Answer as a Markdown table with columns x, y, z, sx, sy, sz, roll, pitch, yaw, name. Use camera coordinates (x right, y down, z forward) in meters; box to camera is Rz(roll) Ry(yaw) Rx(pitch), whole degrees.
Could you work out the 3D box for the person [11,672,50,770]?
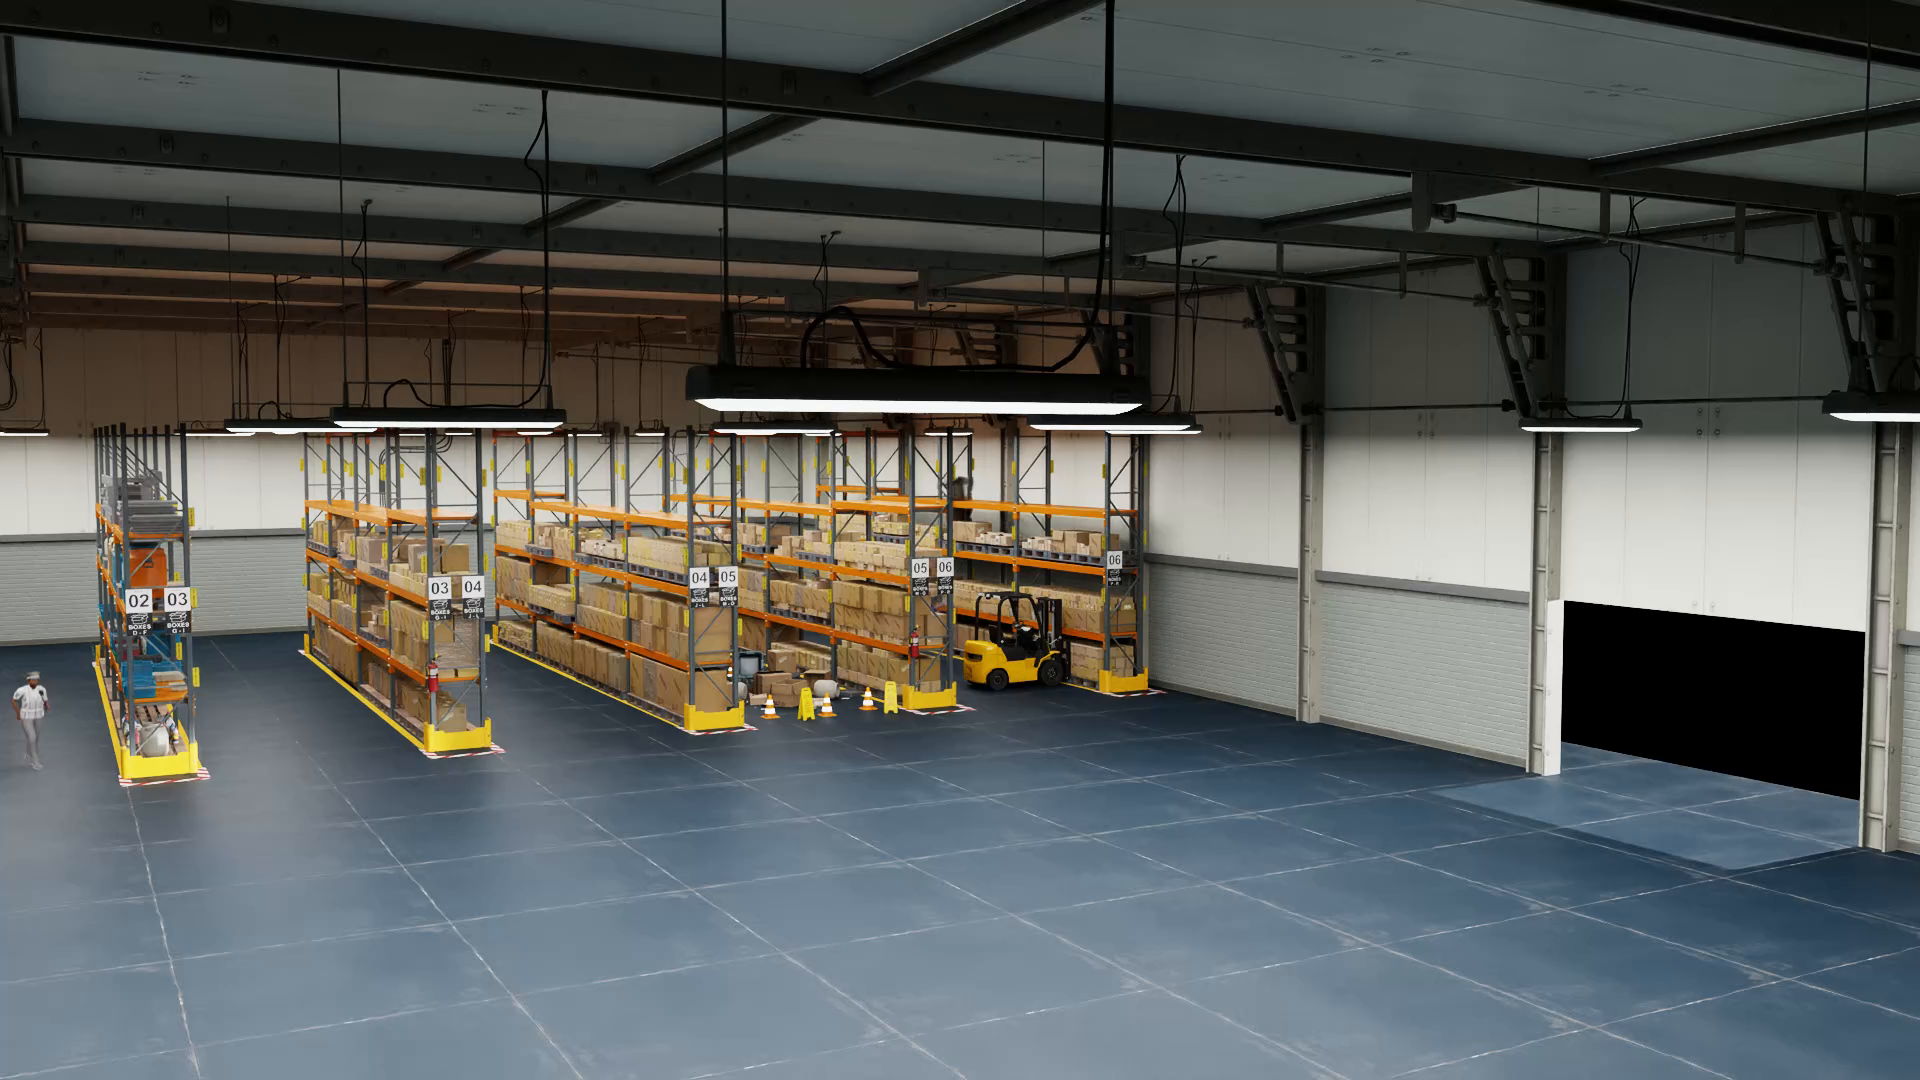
| x | y | z | sx | sy | sz | roll | pitch | yaw | name |
| --- | --- | --- | --- | --- | --- | --- | --- | --- | --- |
| -16.239 | 3.123 | 29.074 | 0.920 | 1.680 | 0.545 | 3 | 4 | 37 | person |
